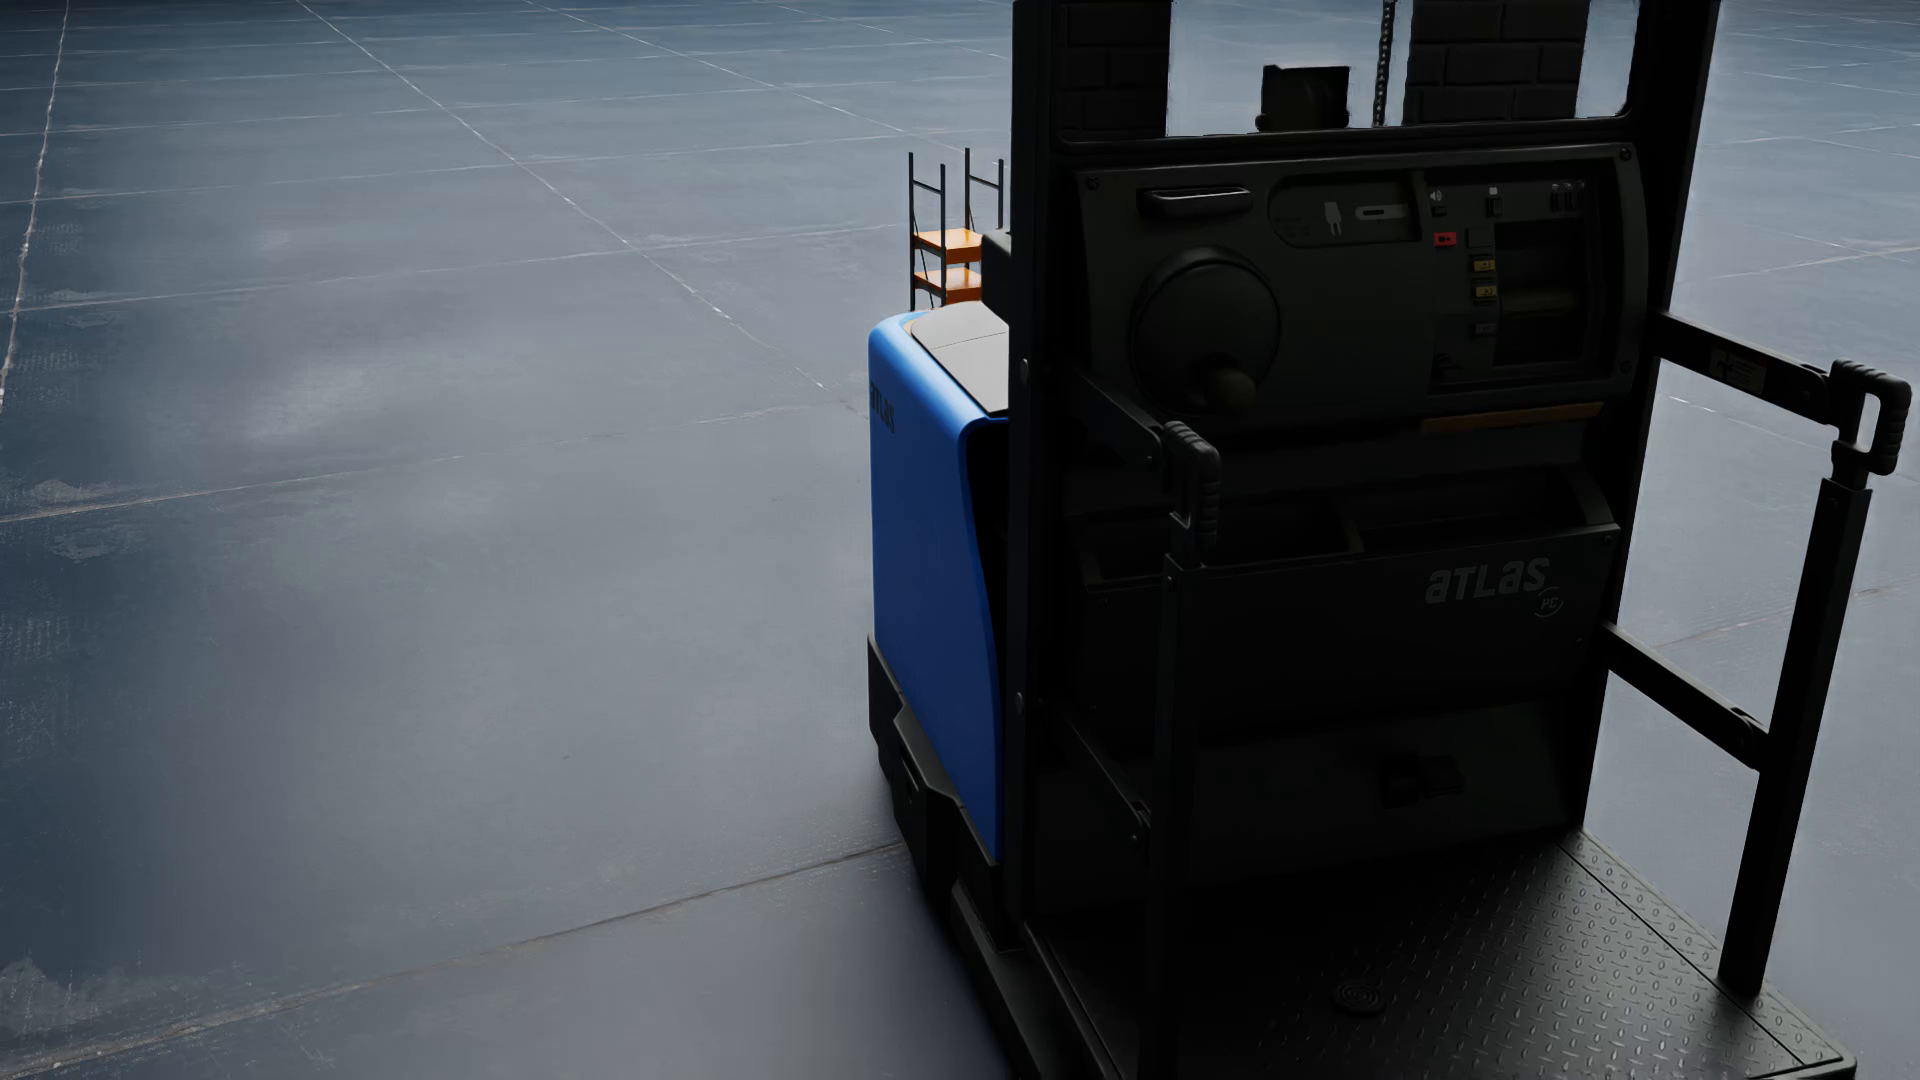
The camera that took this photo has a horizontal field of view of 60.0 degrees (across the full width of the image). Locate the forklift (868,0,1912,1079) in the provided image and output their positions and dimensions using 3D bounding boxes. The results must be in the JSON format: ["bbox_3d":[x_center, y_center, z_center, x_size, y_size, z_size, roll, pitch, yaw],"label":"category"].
[{"bbox_3d":[0.680,-0.369,2.309,1.130,2.935,3.031,-6,23,-15],"label":"forklift"}]

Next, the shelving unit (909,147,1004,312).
[{"bbox_3d":[-0.013,-0.552,5.015,0.189,1.200,0.258,-10,25,-24],"label":"shelving unit"}]

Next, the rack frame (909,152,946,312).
[{"bbox_3d":[-0.095,-0.537,4.978,0.006,1.200,0.240,-10,25,-24],"label":"rack frame"}]

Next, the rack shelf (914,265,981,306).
[{"bbox_3d":[-0.013,-0.733,4.940,0.180,0.103,0.258,-10,25,-24],"label":"rack shelf"}]

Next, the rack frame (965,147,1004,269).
[{"bbox_3d":[0.069,-0.567,5.051,0.006,1.200,0.240,-10,25,-24],"label":"rack frame"}]

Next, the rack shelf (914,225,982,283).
[{"bbox_3d":[-0.013,-0.844,4.894,0.180,0.103,0.258,-10,25,-24],"label":"rack shelf"}]

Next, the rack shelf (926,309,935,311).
[{"bbox_3d":[-0.013,-0.622,4.986,0.180,0.103,0.258,-10,25,-24],"label":"rack shelf"}]
